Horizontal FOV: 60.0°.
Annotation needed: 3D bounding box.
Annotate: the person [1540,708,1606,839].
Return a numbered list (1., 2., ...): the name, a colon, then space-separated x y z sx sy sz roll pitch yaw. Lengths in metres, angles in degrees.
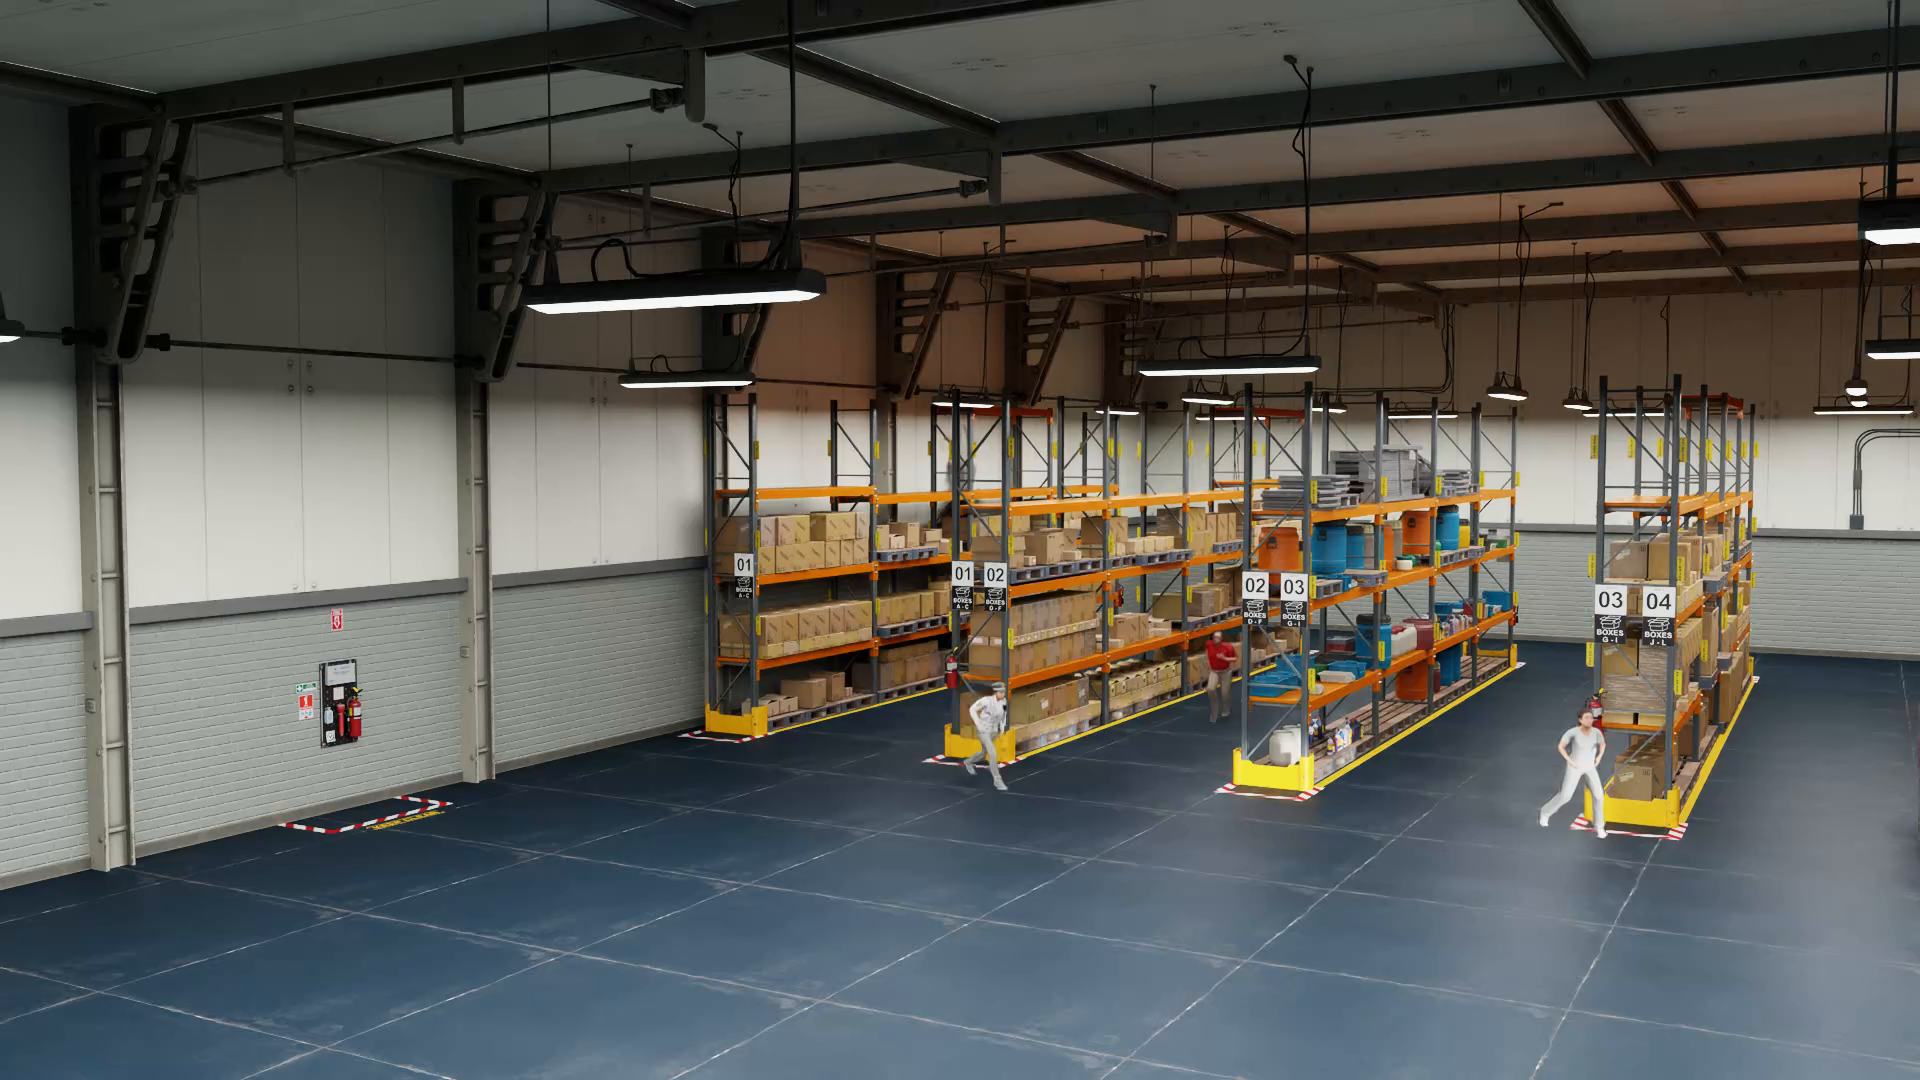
1. person: 8.072 3.022 21.751 0.807 1.662 0.743 0 3 -6

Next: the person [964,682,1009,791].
1. person: 0.353 2.887 24.766 0.644 1.630 0.960 -2 4 -36

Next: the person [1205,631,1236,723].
1. person: 4.796 2.513 30.656 0.639 1.722 0.926 1 3 21
